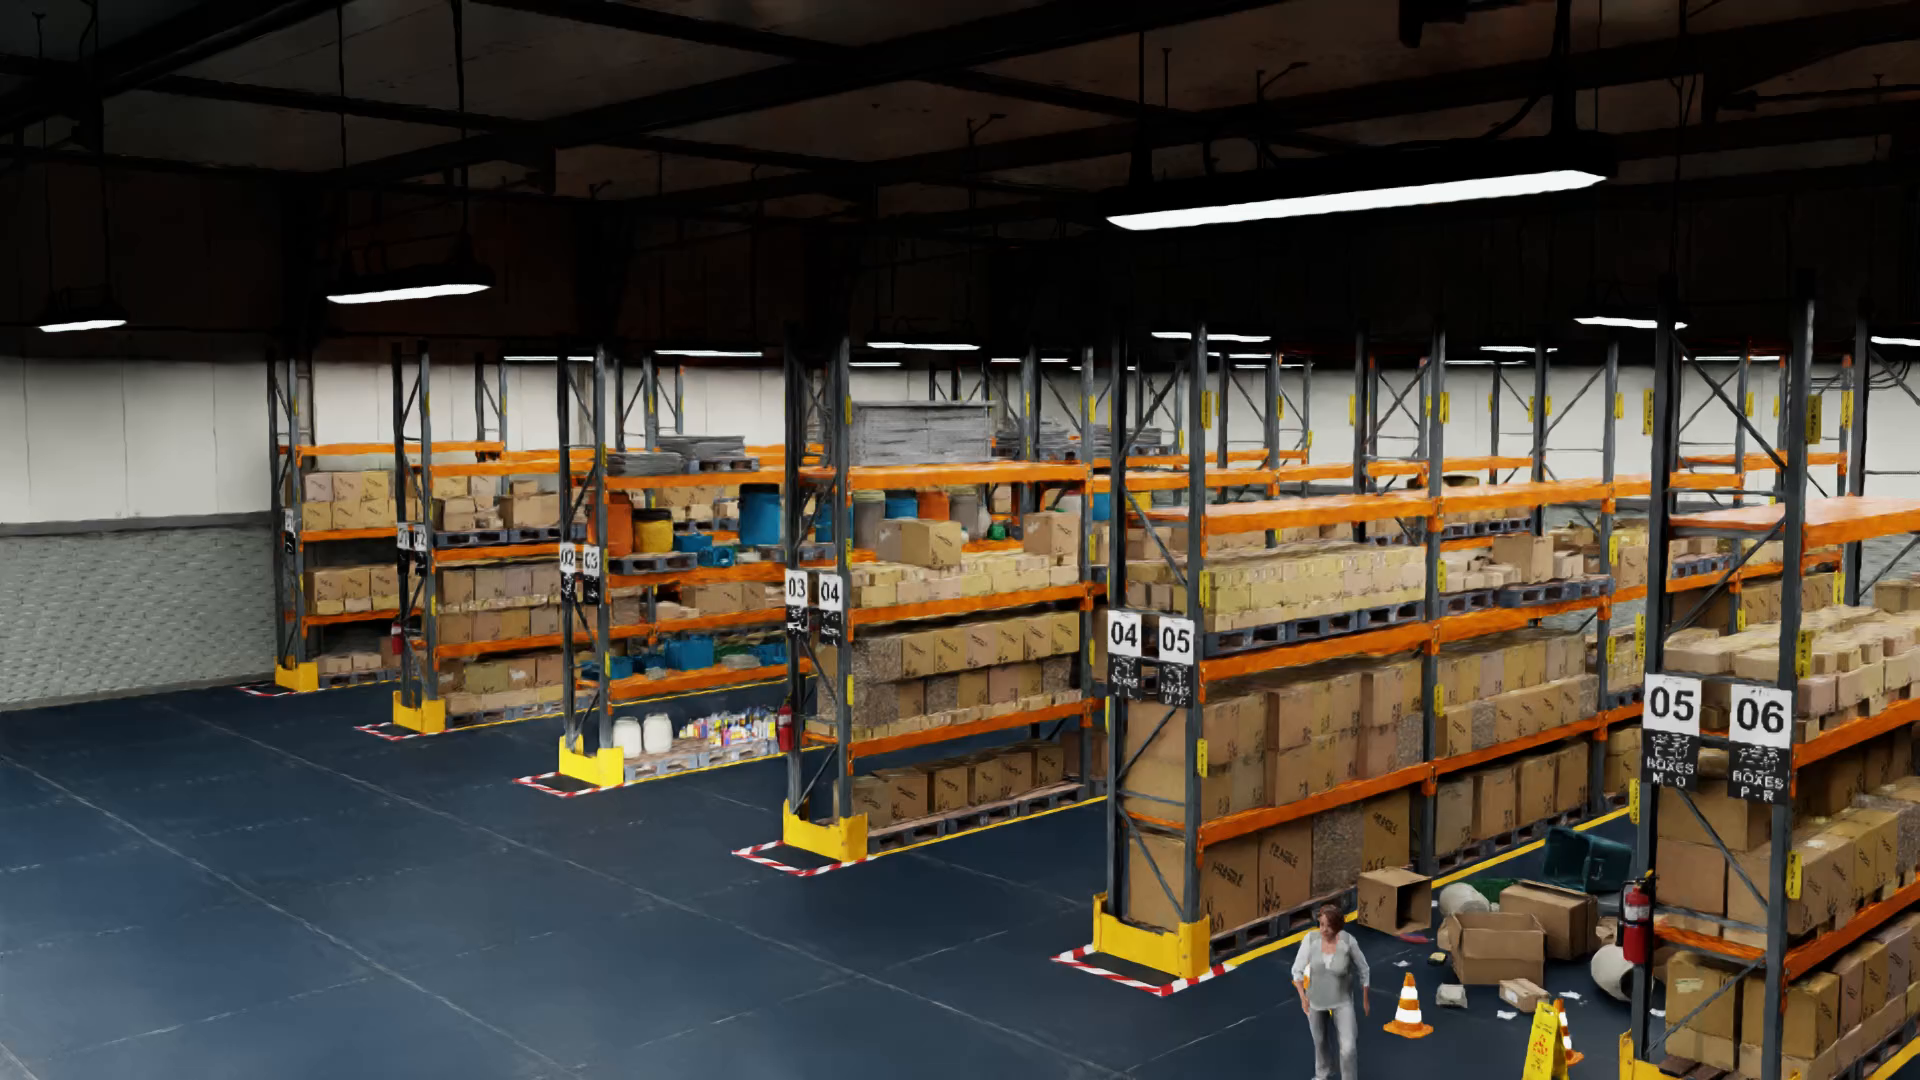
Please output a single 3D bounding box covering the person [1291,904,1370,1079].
[{"bbox_3d":[2.705,3.357,12.027,0.572,1.524,0.755,2,5,25],"label":"person"}]
